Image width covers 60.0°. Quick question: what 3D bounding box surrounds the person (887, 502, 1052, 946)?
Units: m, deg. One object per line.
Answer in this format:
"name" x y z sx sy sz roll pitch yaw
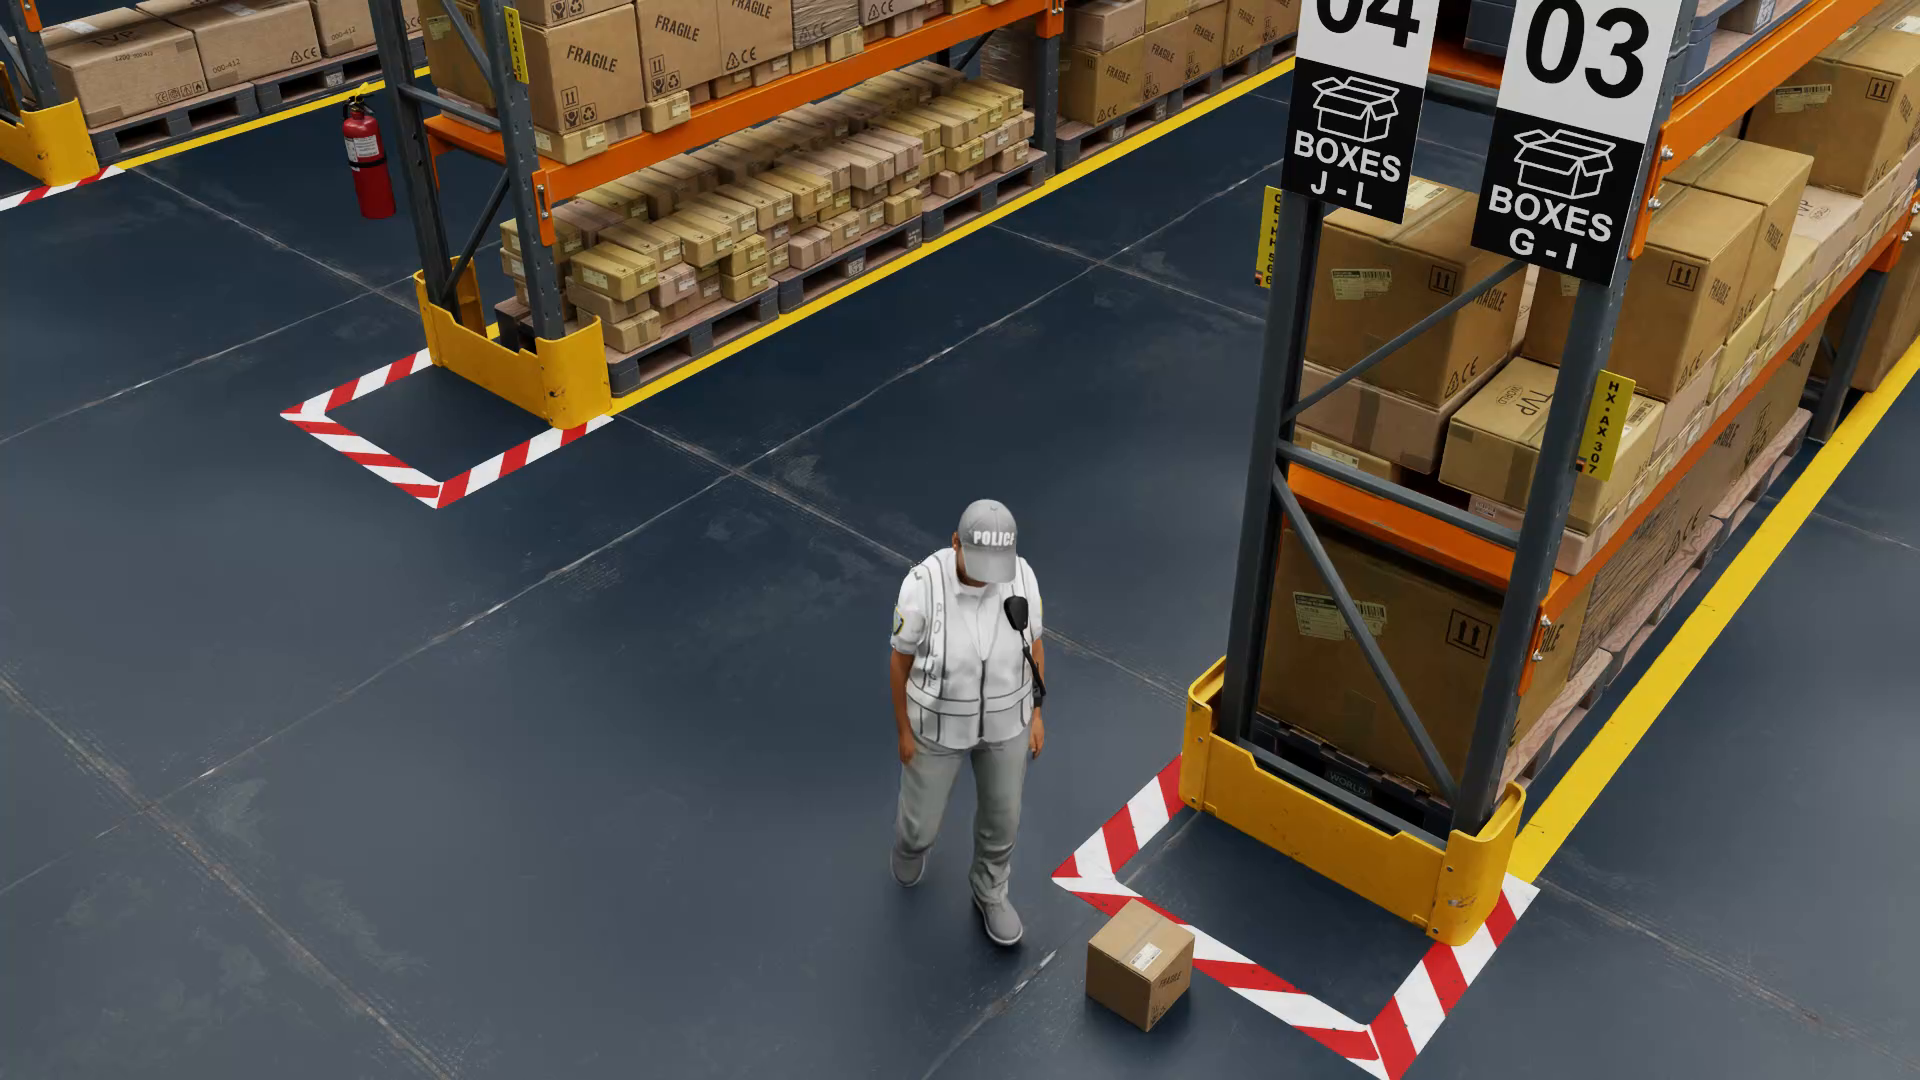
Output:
"person" 0.026 0.605 5.287 0.529 1.685 0.438 -10 37 -14
